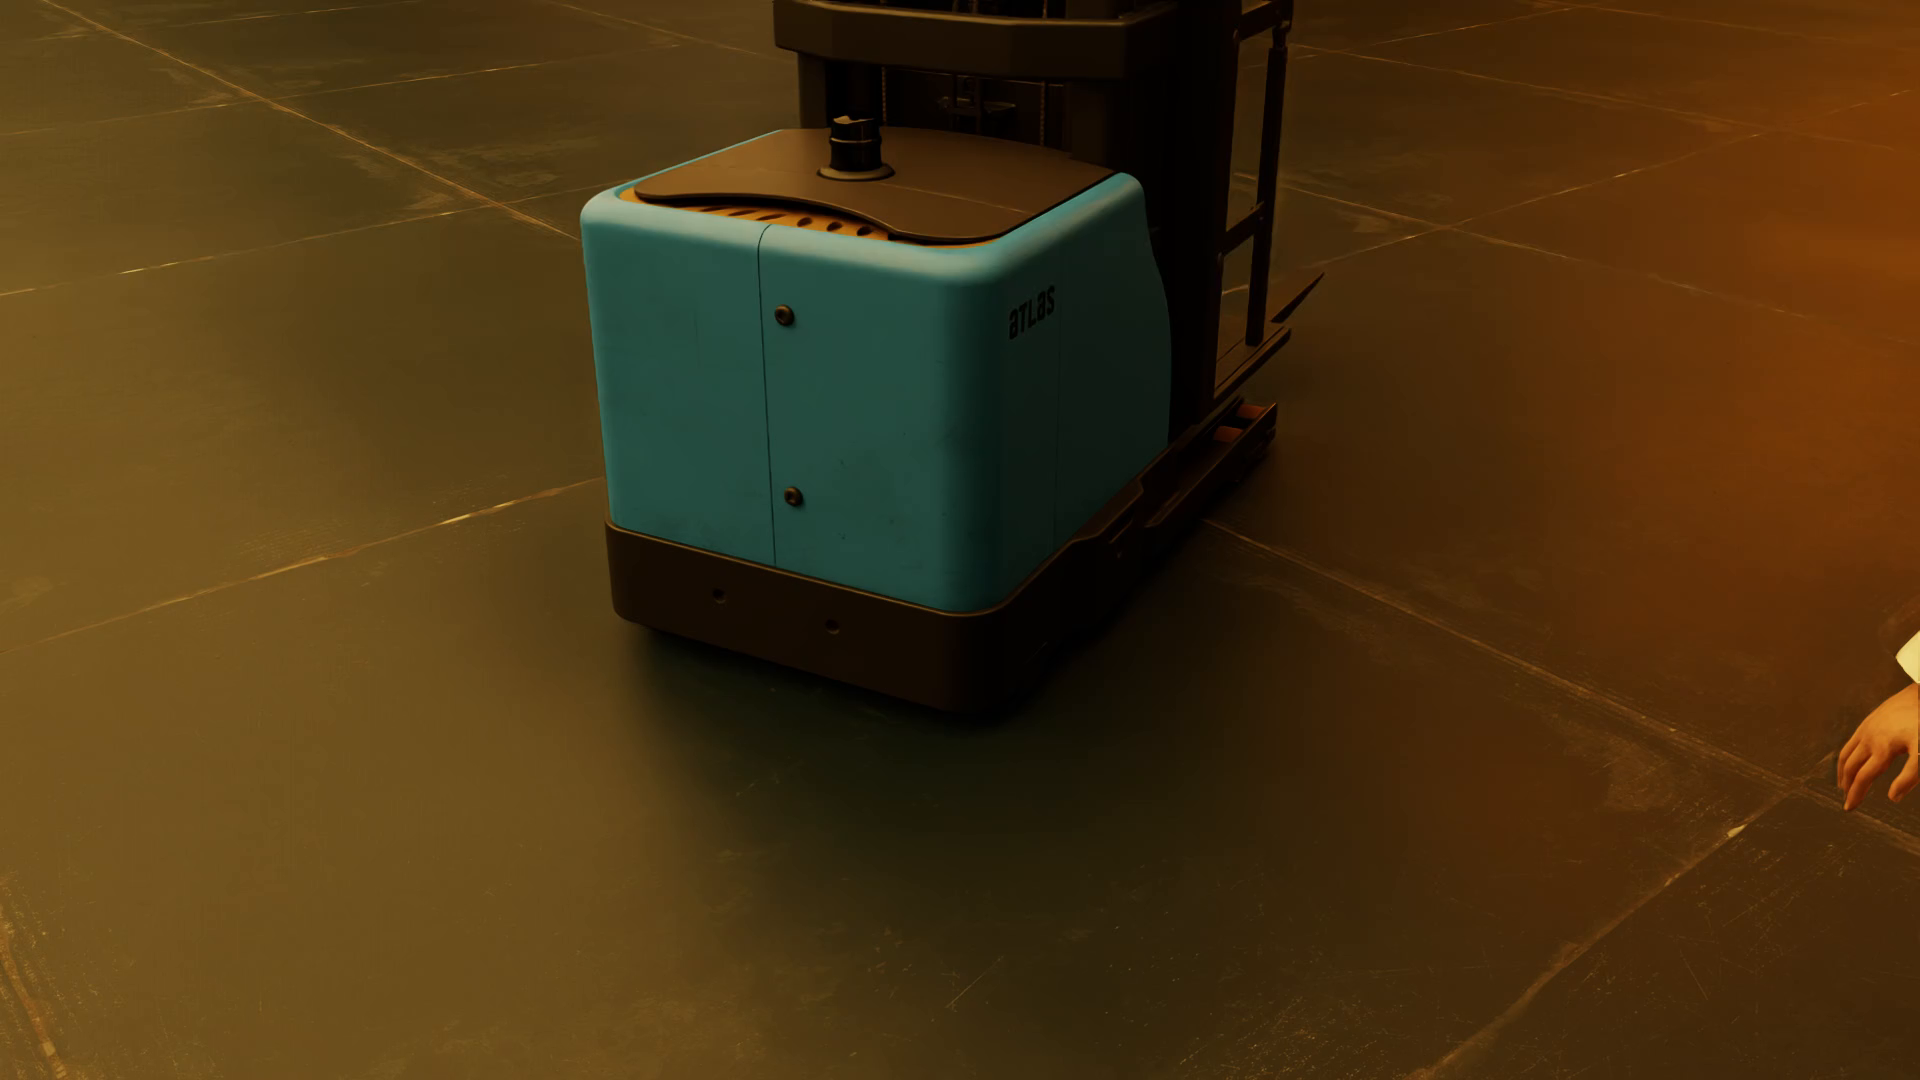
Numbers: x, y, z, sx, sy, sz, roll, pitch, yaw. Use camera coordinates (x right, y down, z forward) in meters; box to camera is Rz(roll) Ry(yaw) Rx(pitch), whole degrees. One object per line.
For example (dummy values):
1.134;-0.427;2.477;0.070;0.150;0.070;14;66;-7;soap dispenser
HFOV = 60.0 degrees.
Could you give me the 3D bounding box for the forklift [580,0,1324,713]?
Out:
0.297;-1.562;4.351;1.130;2.935;3.031;13;29;25;forklift
